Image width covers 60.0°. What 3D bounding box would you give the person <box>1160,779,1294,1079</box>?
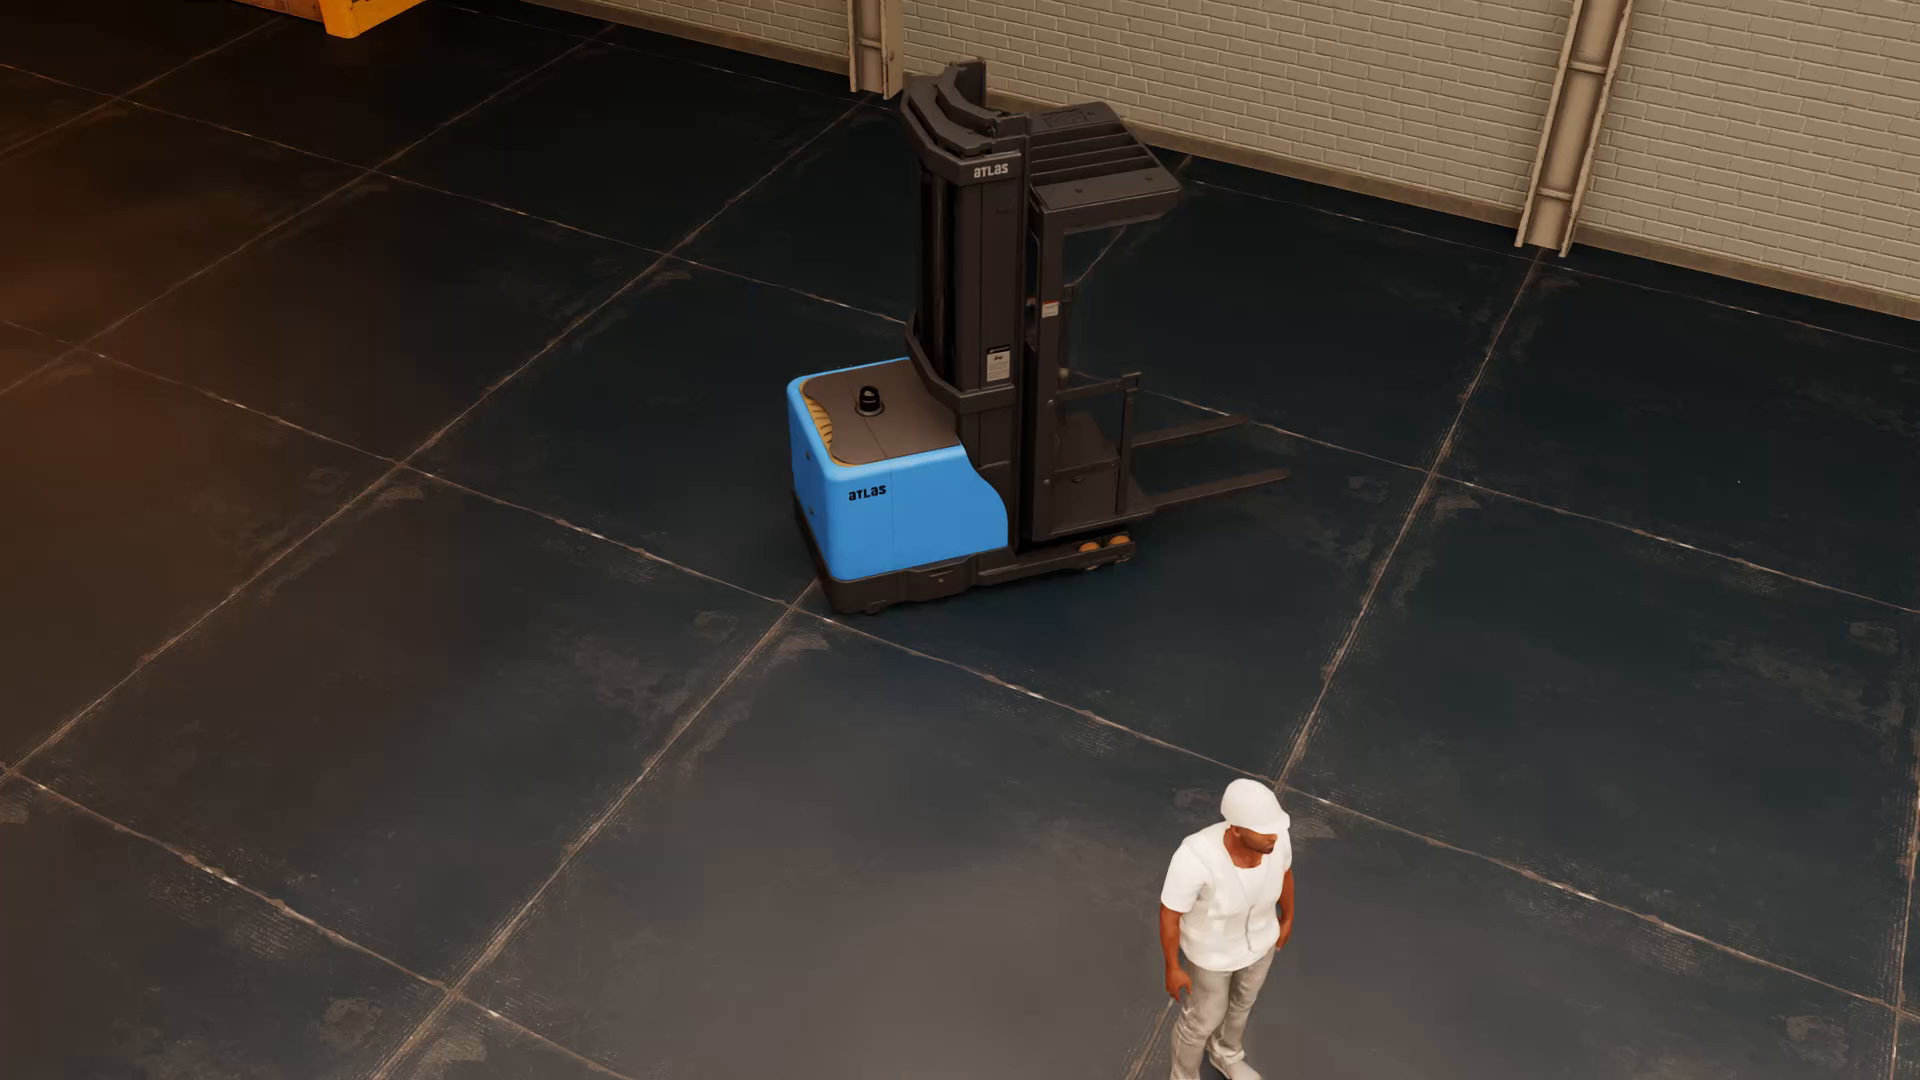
[{"bbox_3d":[1.105,1.635,6.901,0.663,1.712,0.377,-19,44,-21],"label":"person"}]

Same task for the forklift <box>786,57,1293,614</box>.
[{"bbox_3d":[0.545,-1.254,9.475,3.031,2.935,1.130,-12,42,-14],"label":"forklift"}]
